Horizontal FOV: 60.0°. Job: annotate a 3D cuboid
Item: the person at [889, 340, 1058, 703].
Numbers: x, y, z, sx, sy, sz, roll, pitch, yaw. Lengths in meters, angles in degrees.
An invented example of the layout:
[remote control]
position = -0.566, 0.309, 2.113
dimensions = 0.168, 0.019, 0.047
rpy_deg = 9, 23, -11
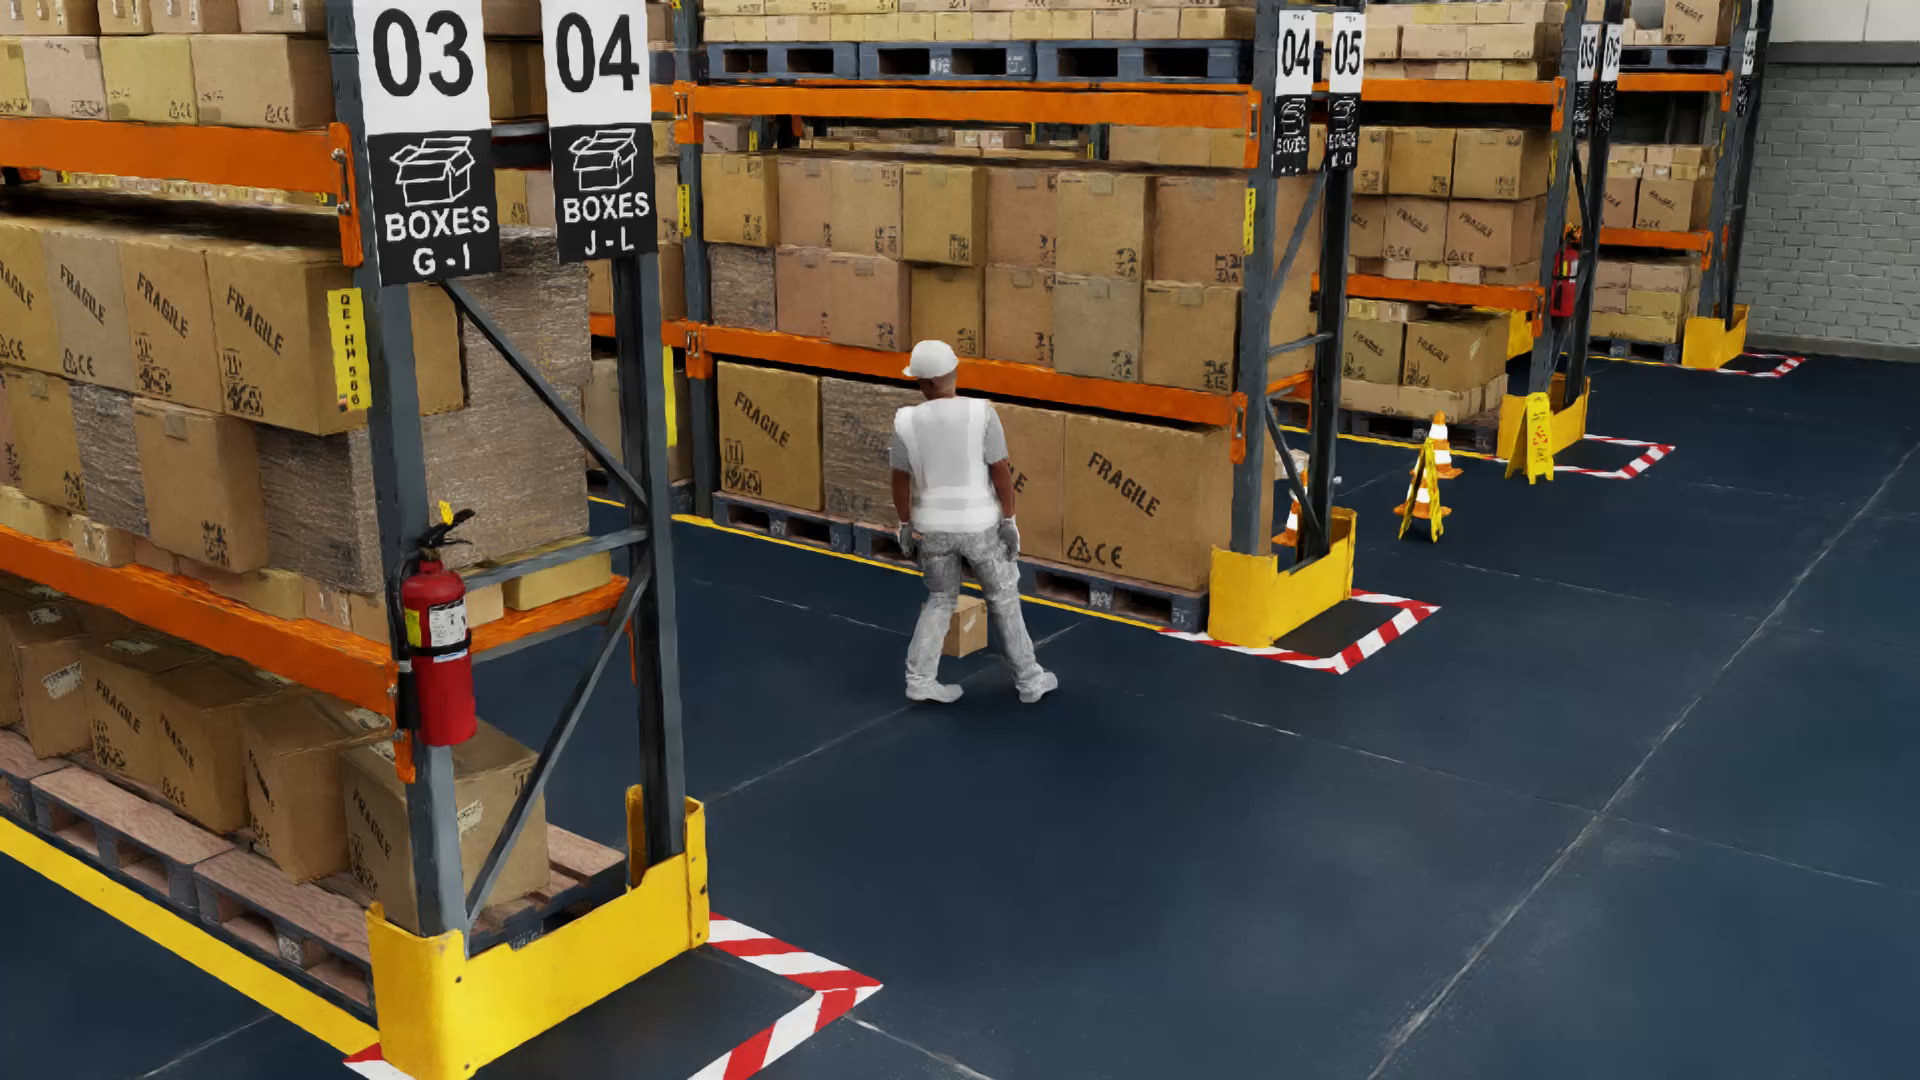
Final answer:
[person]
position = 0.075, -0.078, 7.809
dimensions = 0.740, 1.736, 0.520
rpy_deg = 5, 17, 17
